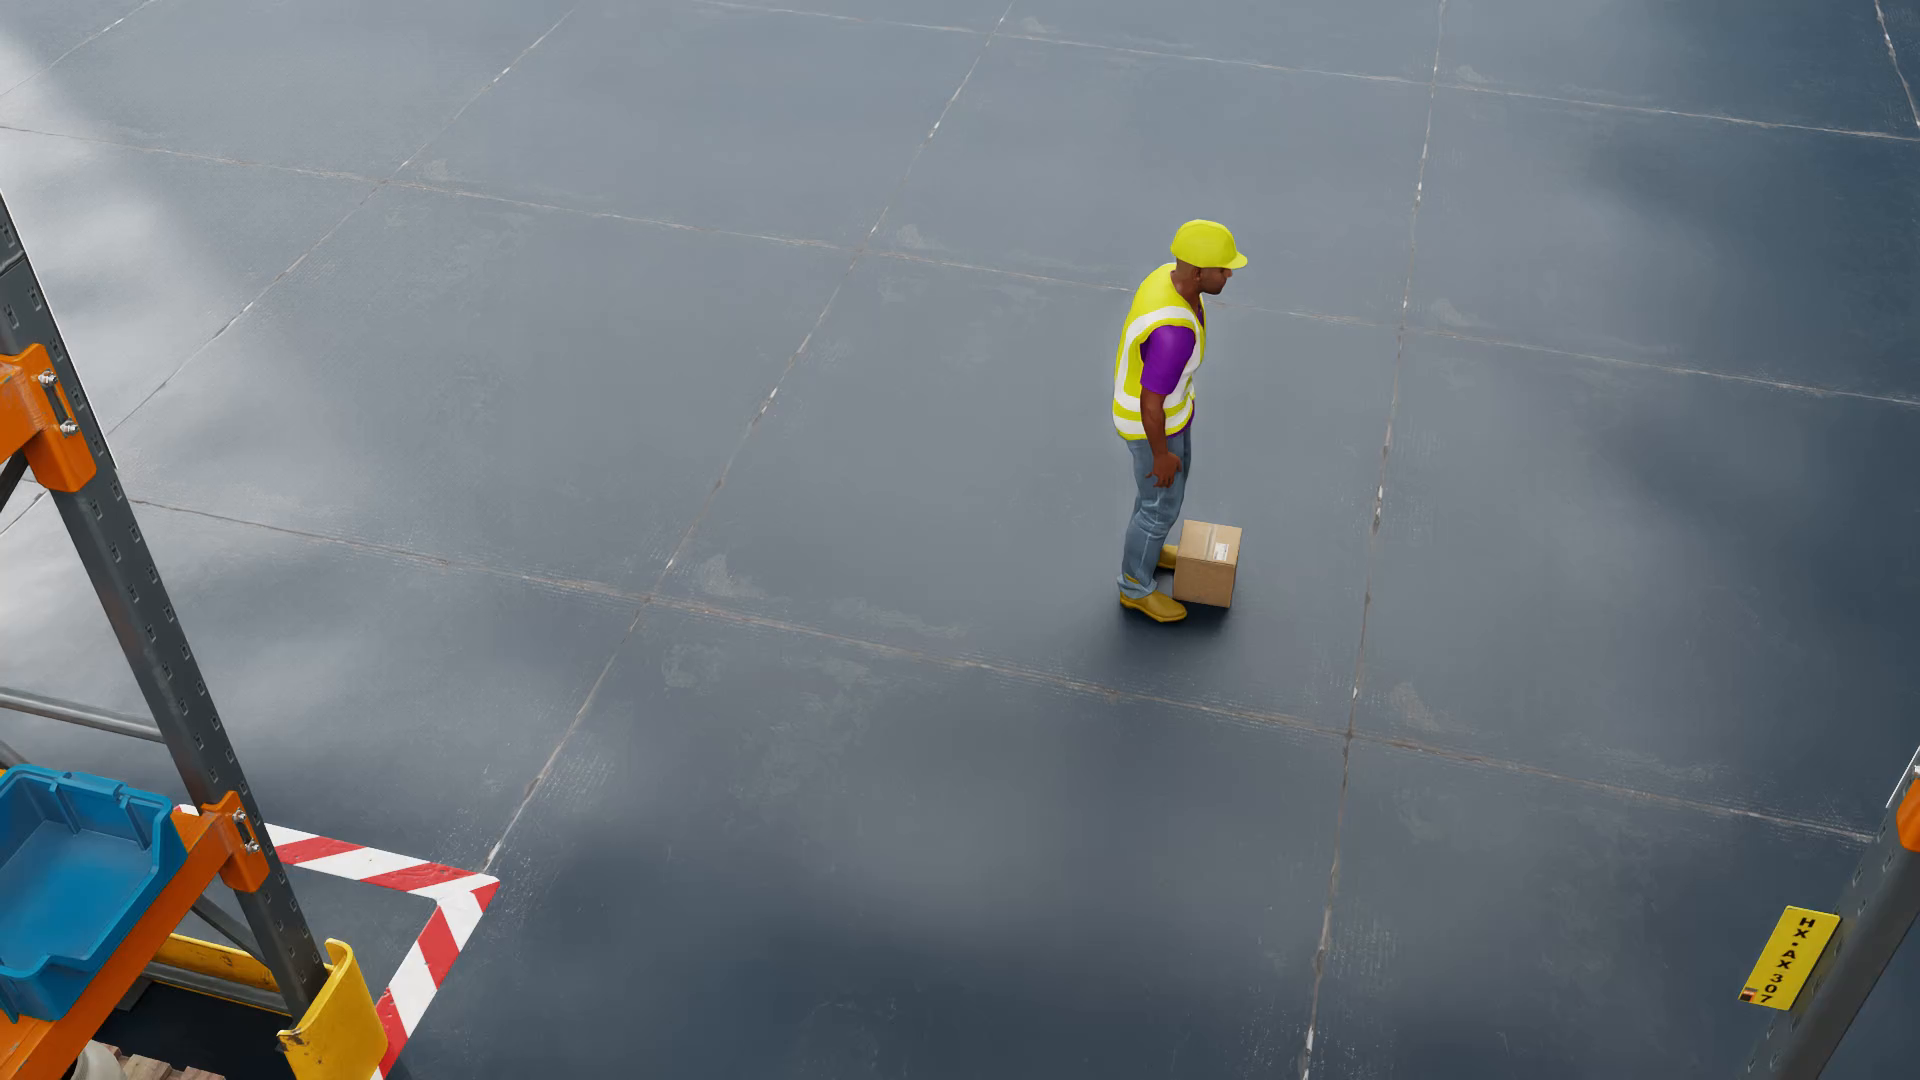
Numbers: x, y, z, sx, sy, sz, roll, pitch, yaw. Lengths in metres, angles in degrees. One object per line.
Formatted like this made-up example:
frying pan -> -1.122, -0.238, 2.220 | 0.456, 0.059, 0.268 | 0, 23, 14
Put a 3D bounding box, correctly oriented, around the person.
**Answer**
person -> 0.846, -0.502, 6.728 | 0.462, 1.759, 0.628 | 8, 41, 9
